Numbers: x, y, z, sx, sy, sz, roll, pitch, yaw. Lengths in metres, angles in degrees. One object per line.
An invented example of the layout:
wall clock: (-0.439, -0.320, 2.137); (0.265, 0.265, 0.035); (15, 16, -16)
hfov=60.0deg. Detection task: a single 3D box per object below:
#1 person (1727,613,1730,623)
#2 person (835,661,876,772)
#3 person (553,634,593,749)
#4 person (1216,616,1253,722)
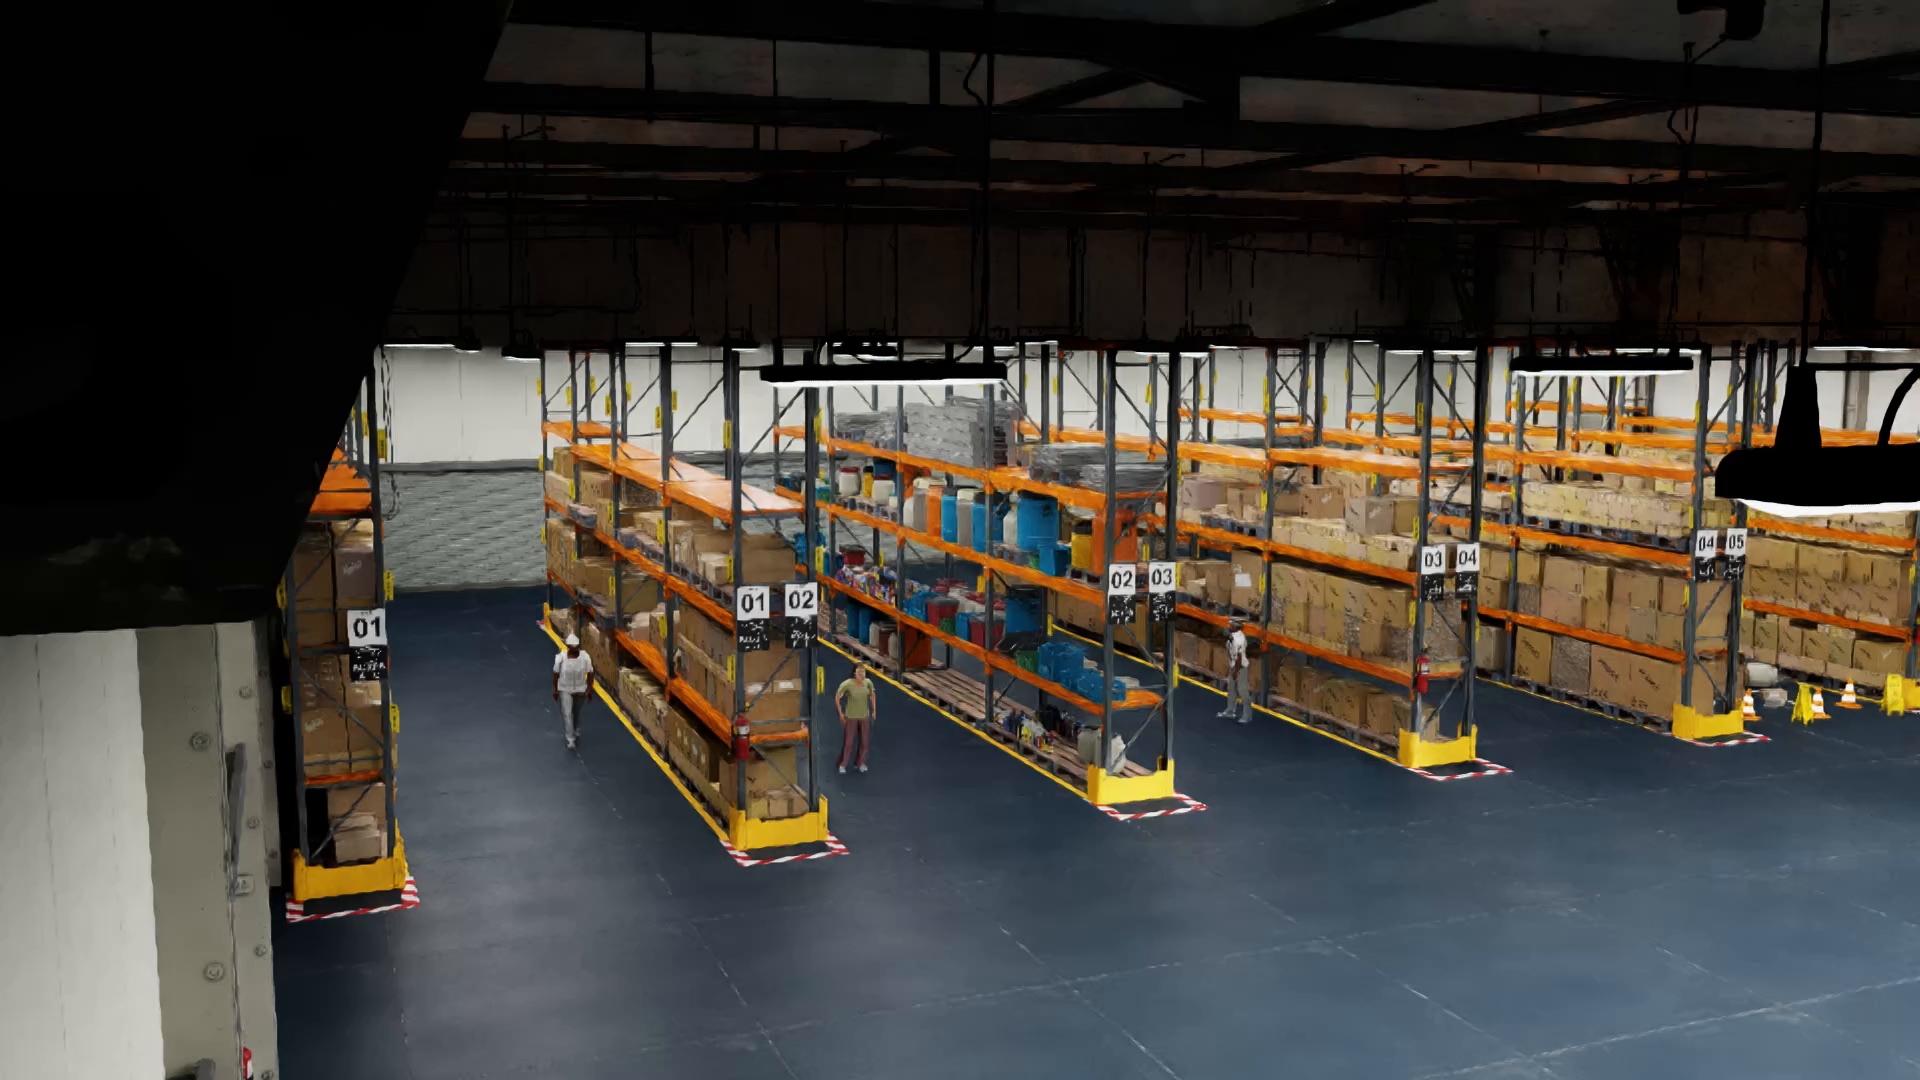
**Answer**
person: (15.598, 1.143, 33.617); (0.463, 1.644, 0.498); (1, 8, 9)
person: (-1.470, 2.493, 23.470); (0.598, 1.619, 0.507); (-3, 8, -23)
person: (-5.800, 2.238, 25.015); (0.575, 1.689, 1.128); (-3, 8, -24)
person: (4.401, 2.045, 26.566); (0.532, 1.668, 0.566); (0, 7, -2)
